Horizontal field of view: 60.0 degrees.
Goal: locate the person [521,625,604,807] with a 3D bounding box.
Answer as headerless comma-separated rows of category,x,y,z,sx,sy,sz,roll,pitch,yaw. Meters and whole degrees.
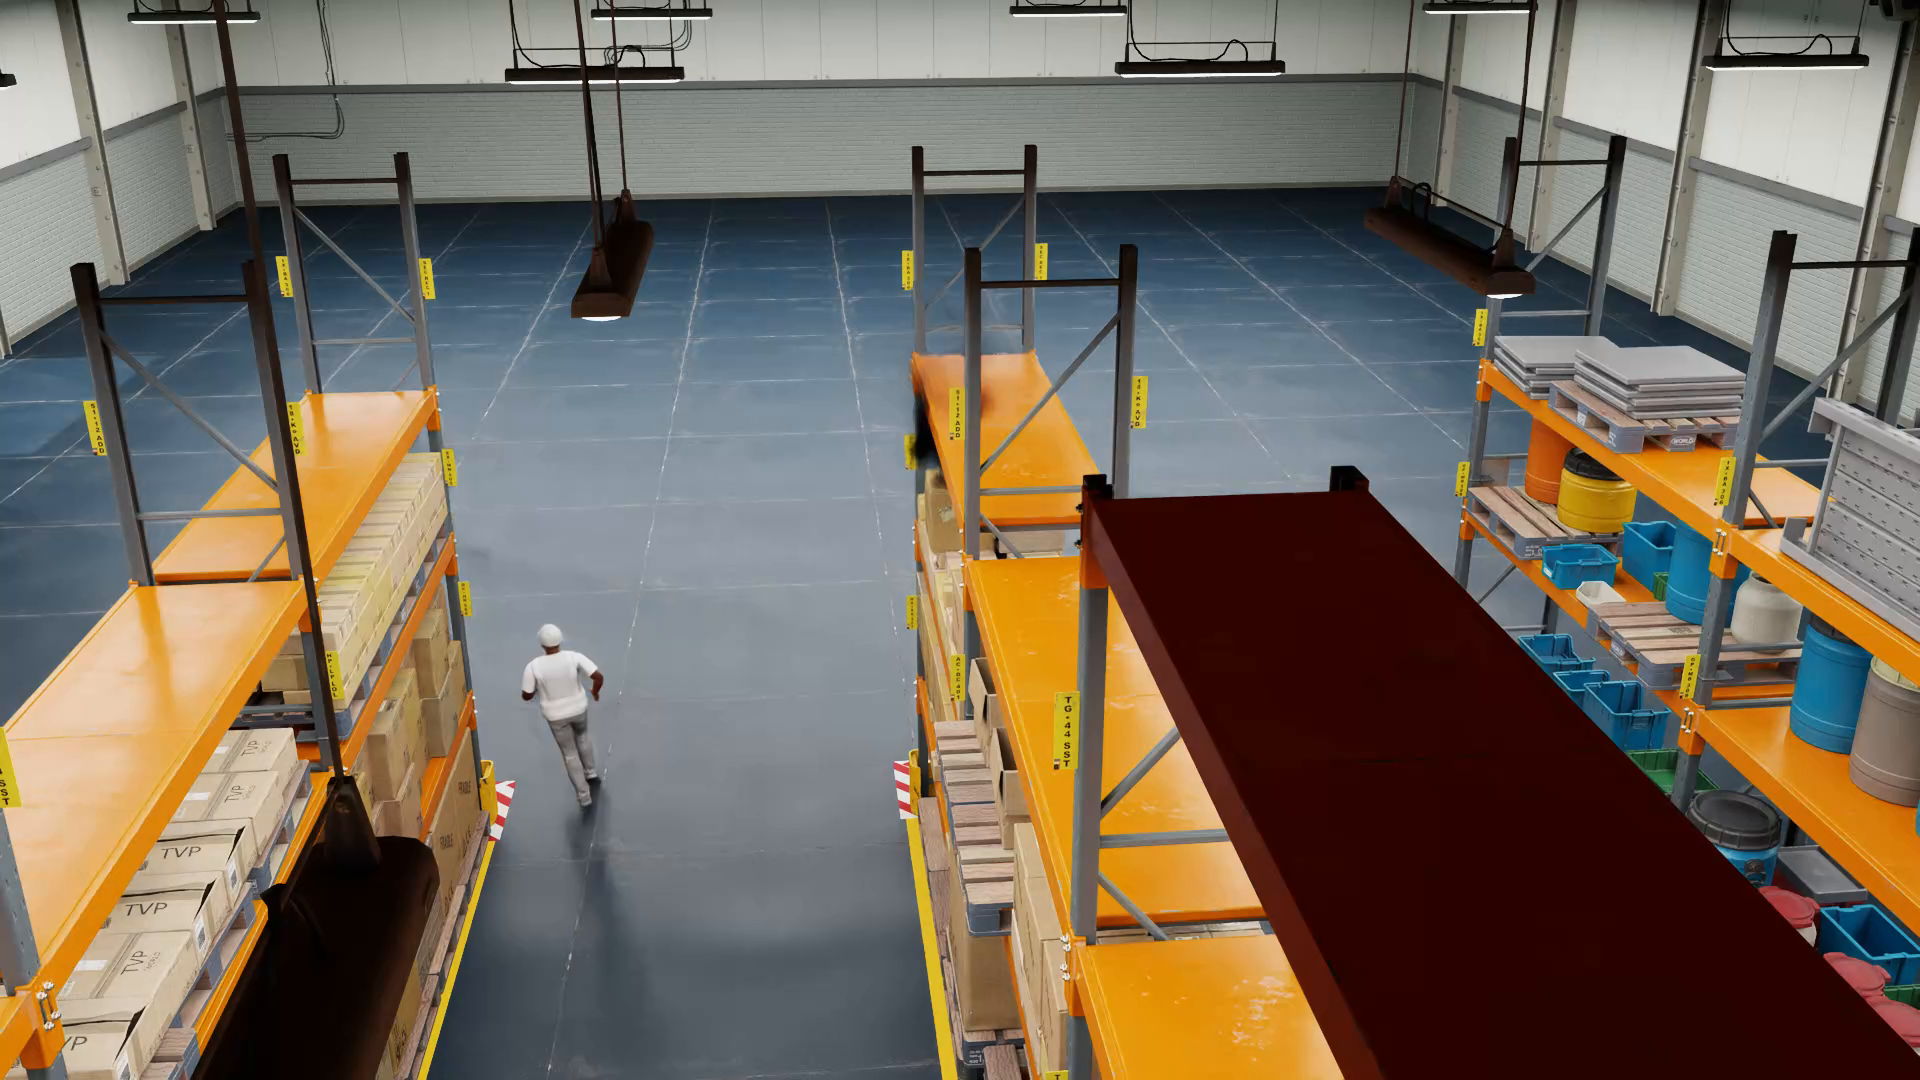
person,-3.630,1.609,15.236,0.703,1.799,0.803,-10,24,-23
